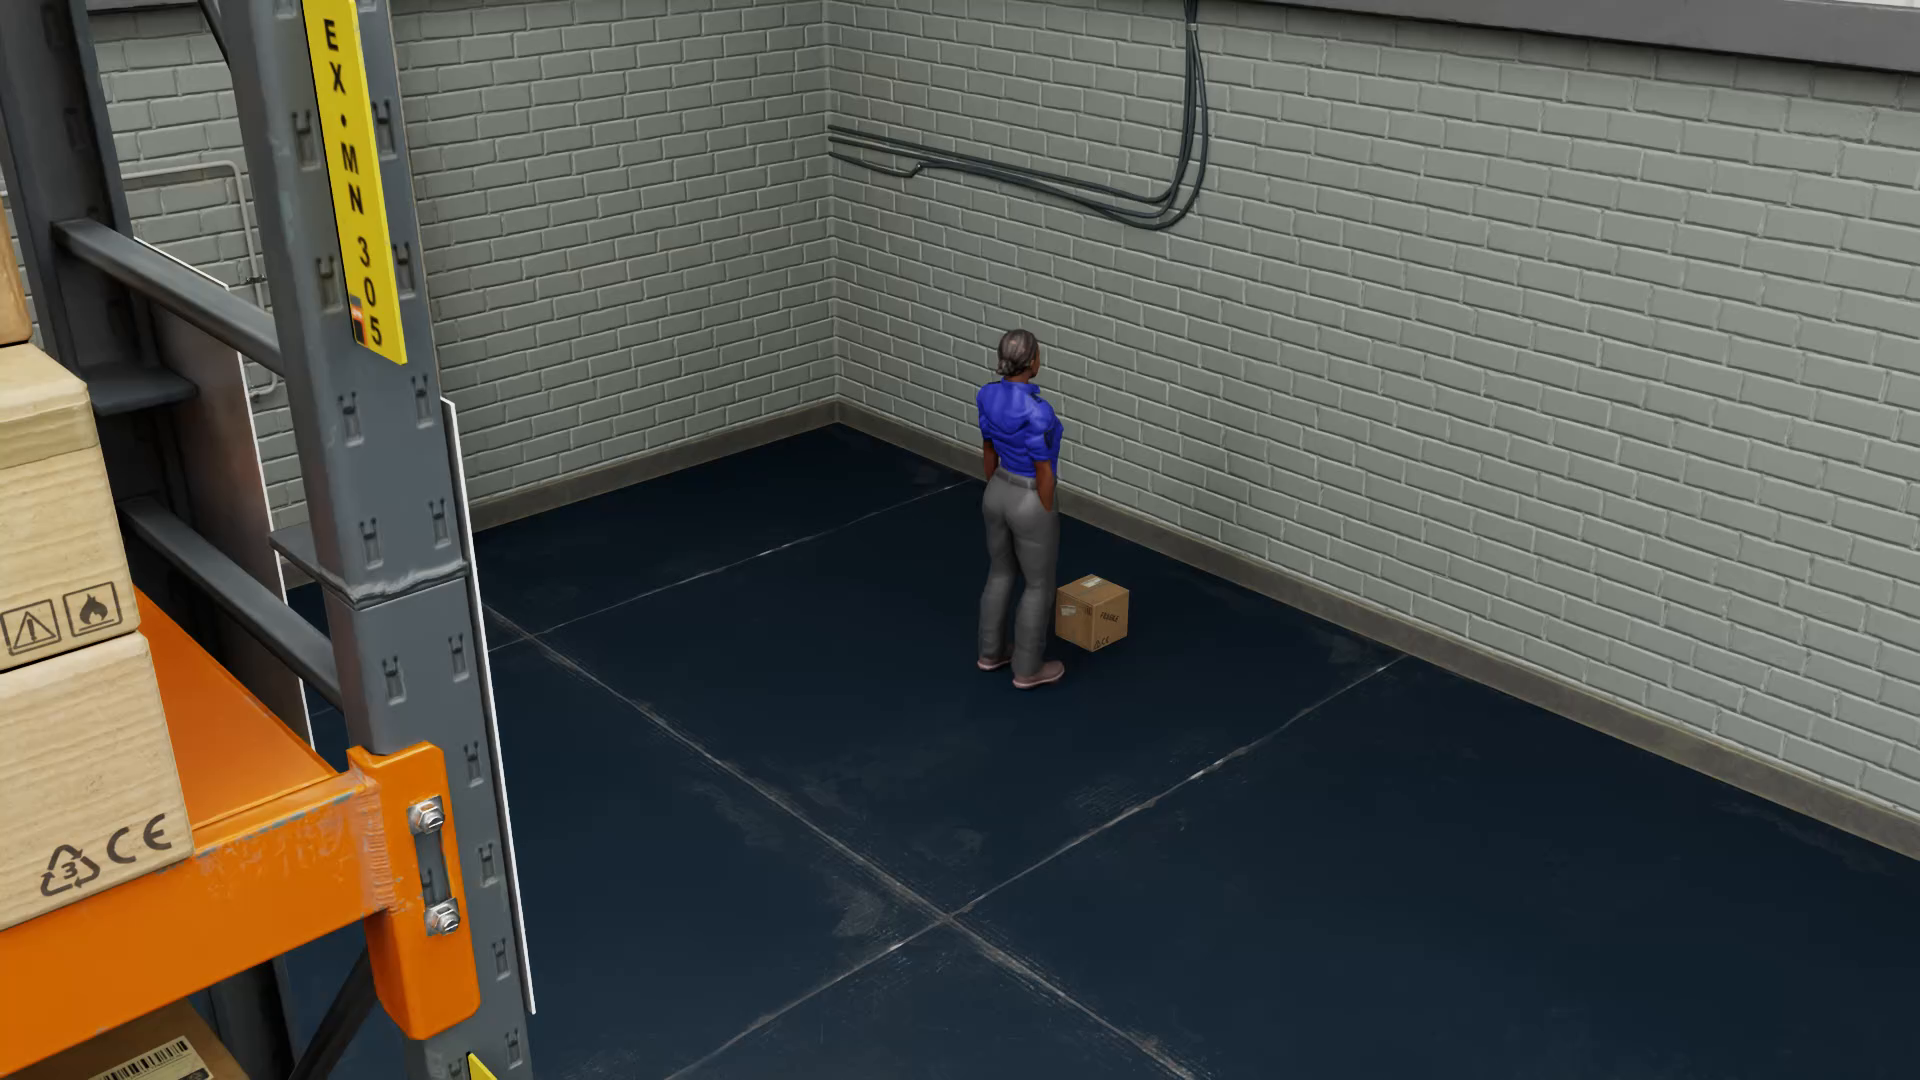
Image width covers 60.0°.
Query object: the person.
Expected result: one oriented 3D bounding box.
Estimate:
[{"bbox_3d":[0.266,-0.149,7.441,0.304,1.656,0.435,-20,31,-37],"label":"person"}]
